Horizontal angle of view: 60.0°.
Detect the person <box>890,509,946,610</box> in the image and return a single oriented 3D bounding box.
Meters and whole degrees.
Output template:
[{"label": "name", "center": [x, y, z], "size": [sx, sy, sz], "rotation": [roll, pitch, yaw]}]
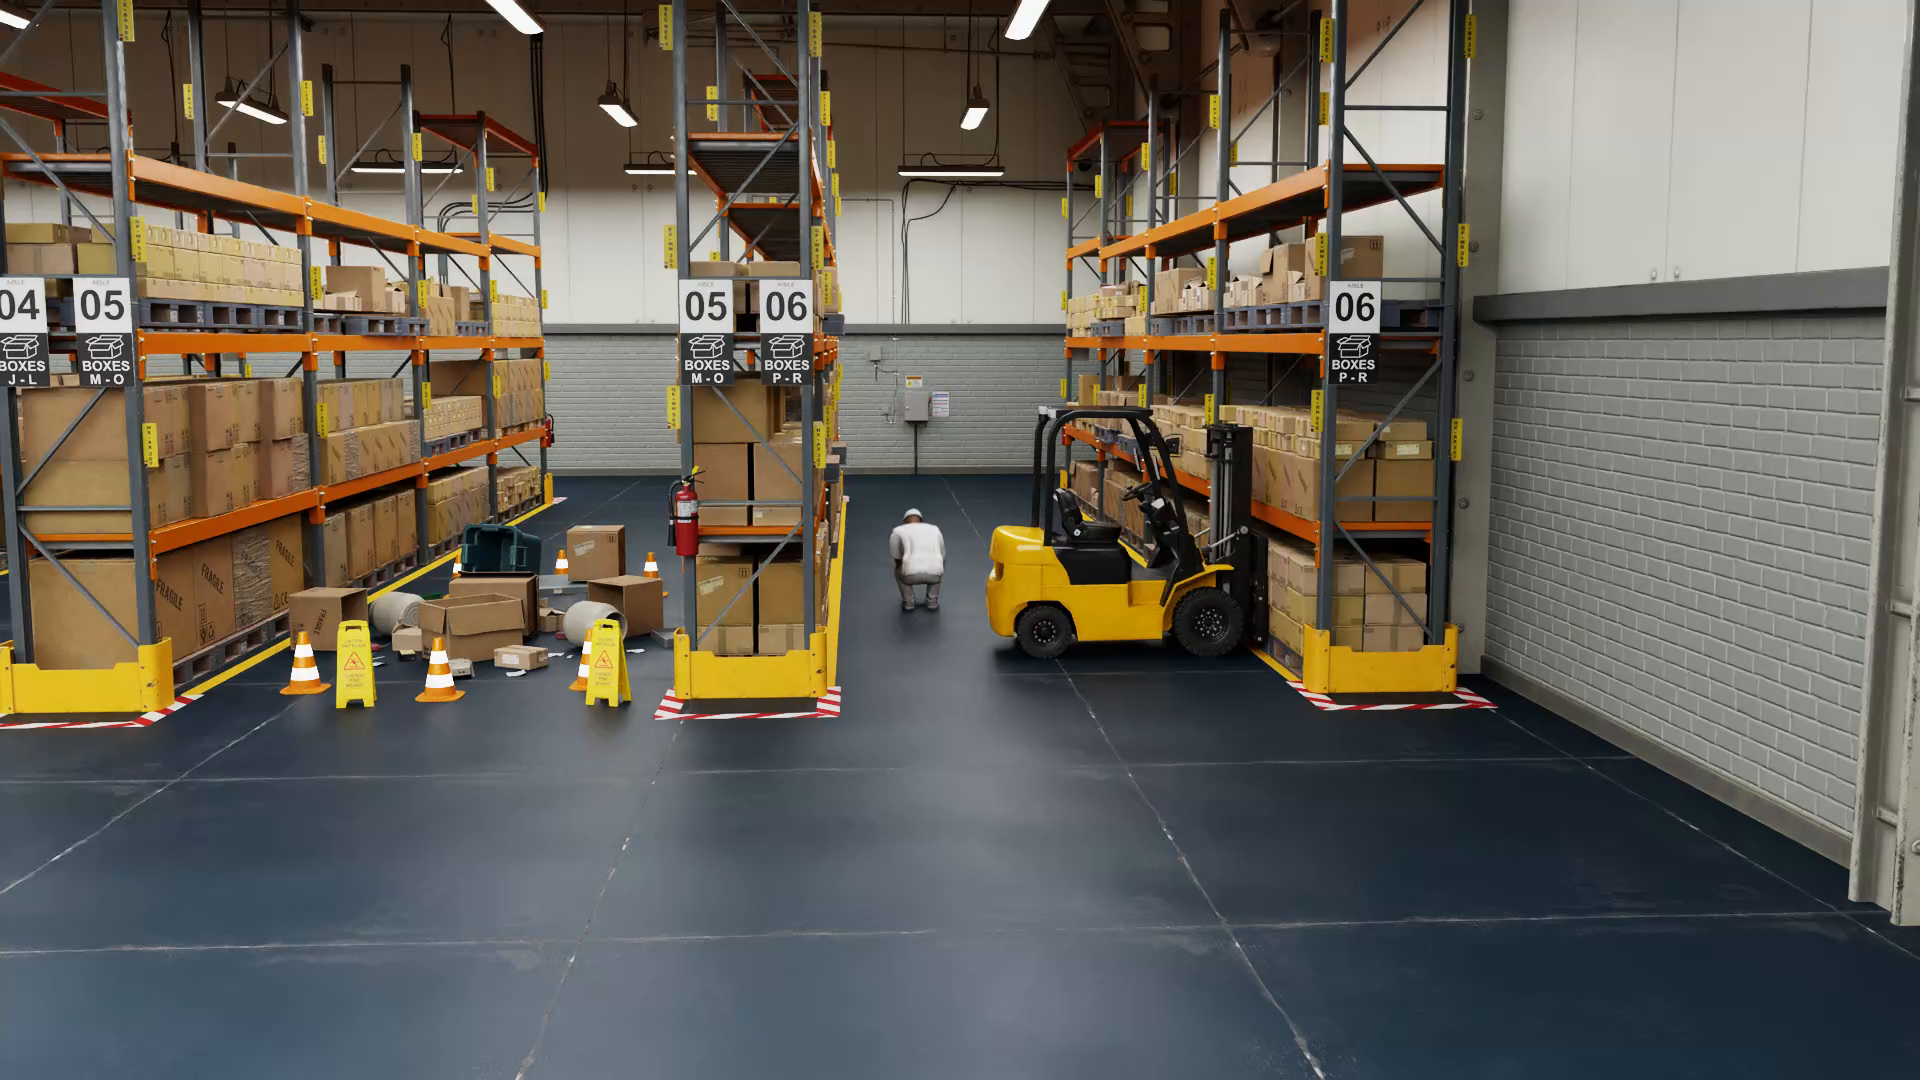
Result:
[{"label": "person", "center": [-0.432, 0.194, 17.293], "size": [0.590, 0.998, 0.882], "rotation": [0, 7, -4]}]
